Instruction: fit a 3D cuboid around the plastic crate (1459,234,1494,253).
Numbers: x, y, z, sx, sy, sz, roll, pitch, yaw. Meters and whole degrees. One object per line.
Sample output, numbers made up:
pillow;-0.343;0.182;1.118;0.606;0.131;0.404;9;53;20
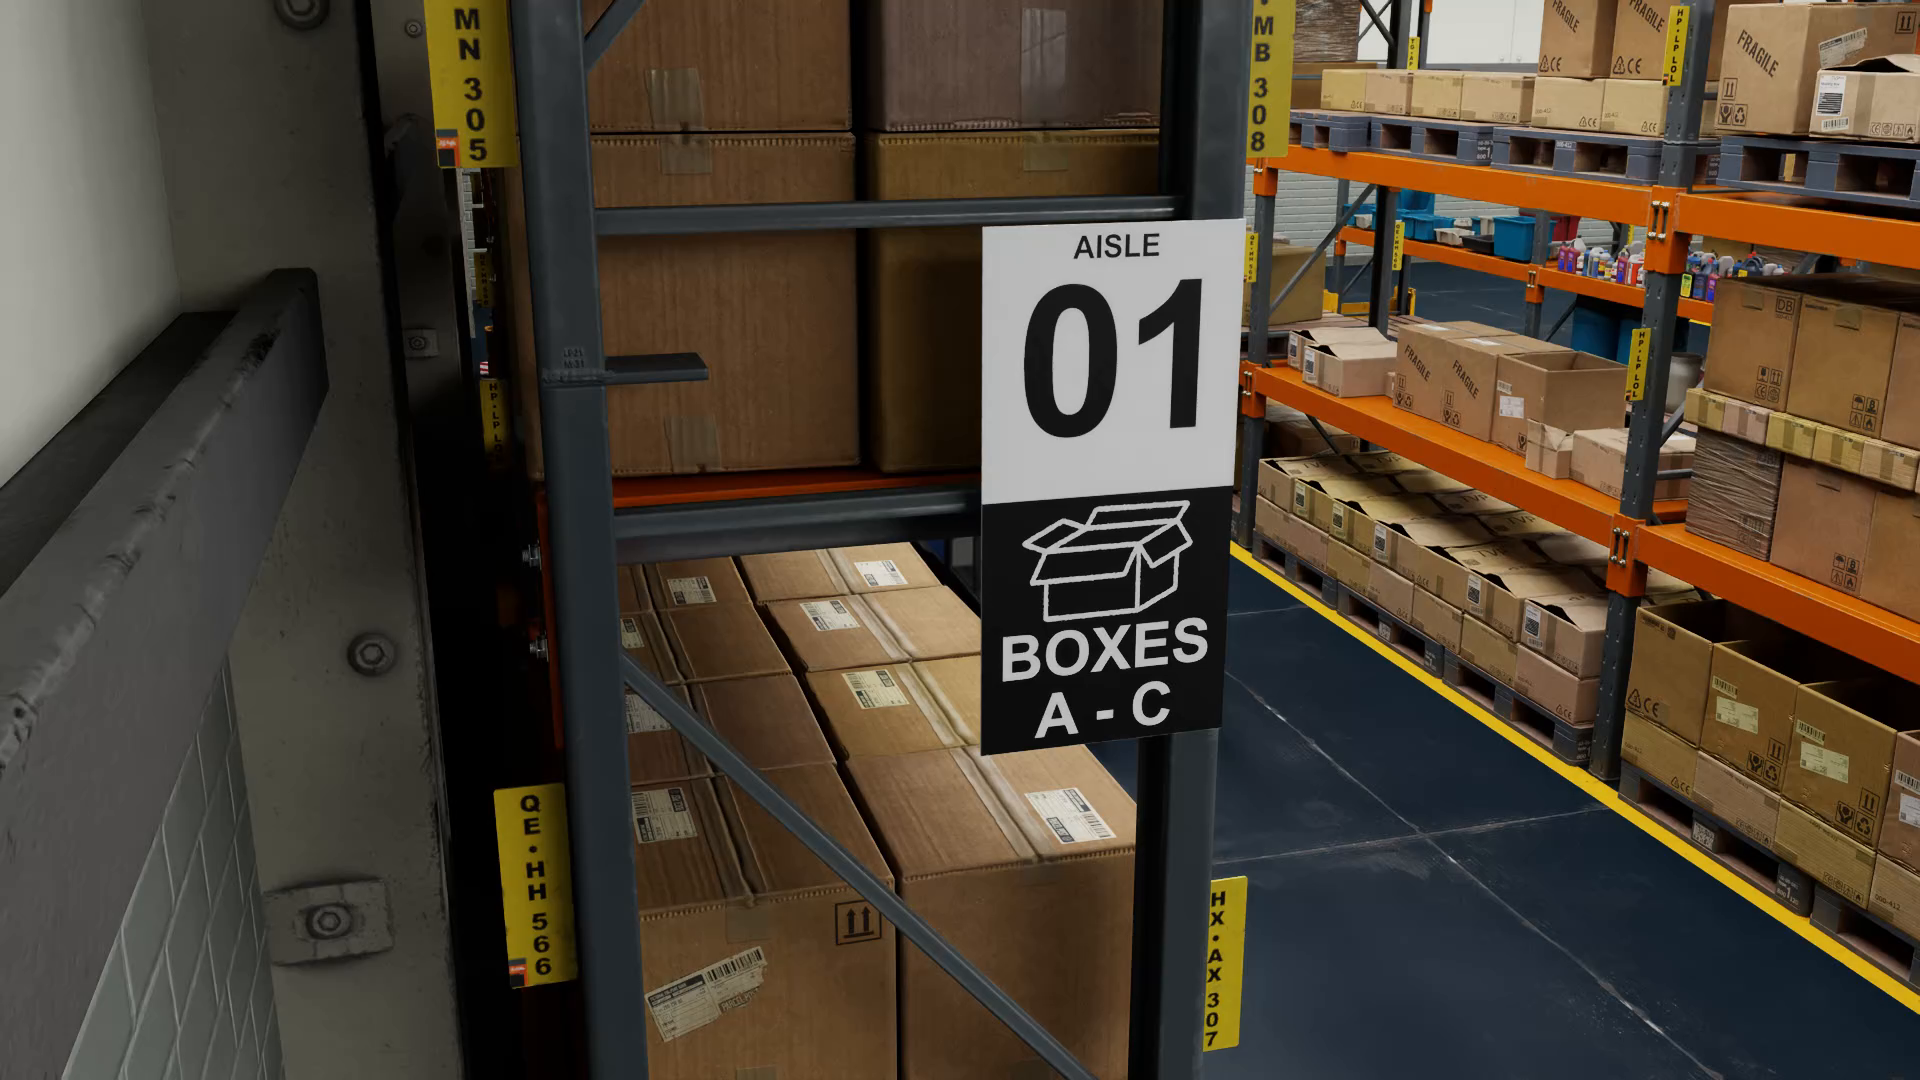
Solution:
plastic crate;5.574;-3.107;17.454;0.437;0.125;0.590;-5;17;-15

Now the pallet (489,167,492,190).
pallet;-1.542;-1.738;7.635;1.213;0.211;1.003;-5;17;-15

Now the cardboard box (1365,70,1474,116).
cardboard box;2.816;-2.725;10.128;0.500;0.250;0.500;-4;17;-14

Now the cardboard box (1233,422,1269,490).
cardboard box;1.993;-0.678;12.575;0.500;0.500;0.500;-4;17;-13

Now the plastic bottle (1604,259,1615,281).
plastic bottle;6.034;-2.506;15.424;0.097;0.201;0.097;0;17;0

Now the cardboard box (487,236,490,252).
cardboard box;-2.799;-1.839;10.831;0.500;0.250;0.500;-5;18;-17

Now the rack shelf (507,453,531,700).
rack shelf;-1.737;-0.134;8.434;1.077;0.370;4.000;-5;17;-15

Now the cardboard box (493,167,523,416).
cardboard box;-0.602;-0.542;3.121;0.500;0.500;0.500;-5;17;-15

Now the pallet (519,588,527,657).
pallet;-2.073;0.520;9.853;1.003;0.211;1.213;-5;17;-15

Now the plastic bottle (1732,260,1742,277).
plastic bottle;6.935;-2.363;14.827;0.097;0.271;0.097;0;17;0

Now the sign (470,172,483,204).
sign;-5.020;-3.655;17.262;0.100;0.325;0.005;-5;17;-15

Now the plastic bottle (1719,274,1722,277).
plastic bottle;6.491;-2.216;14.317;0.061;0.283;0.133;-5;17;-15

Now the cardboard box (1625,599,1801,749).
cardboard box;3.401;0.592;7.514;0.500;0.500;0.500;-5;17;-15

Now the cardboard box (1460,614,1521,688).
cardboard box;3.045;0.566;8.903;0.500;0.250;0.500;-5;17;-16

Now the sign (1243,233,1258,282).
sign;1.956;-1.895;11.173;0.100;0.325;0.005;-5;17;-15

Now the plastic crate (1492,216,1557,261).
plastic crate;5.684;-3.044;16.797;0.392;0.384;0.575;-5;17;-15

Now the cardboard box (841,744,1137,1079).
cardboard box;0.070;0.729;3.235;0.500;0.500;0.500;-5;17;-15

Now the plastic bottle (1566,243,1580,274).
plastic bottle;5.867;-2.693;15.907;0.061;0.283;0.133;-5;17;-15

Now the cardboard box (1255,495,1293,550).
cardboard box;2.337;-0.140;11.255;0.500;0.250;0.500;-5;17;-15

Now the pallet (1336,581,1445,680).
pallet;2.996;0.479;9.991;1.003;0.211;1.213;-5;17;-15

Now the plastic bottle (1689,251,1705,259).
plastic bottle;6.798;-2.538;15.402;0.152;0.276;0.135;-5;17;-15

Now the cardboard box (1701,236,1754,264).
cardboard box;10.056;-3.432;21.127;0.875;0.875;0.875;-5;17;-15

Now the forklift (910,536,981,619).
forklift;0.508;-0.878;9.780;1.130;2.935;3.031;-4;17;-14

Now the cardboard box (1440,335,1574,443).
cardboard box;3.097;-0.864;9.439;0.500;0.500;0.500;-5;17;-15

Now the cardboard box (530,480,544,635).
cardboard box;-1.120;0.068;5.434;0.500;0.500;0.500;-5;17;-16

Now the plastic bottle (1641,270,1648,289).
plastic bottle;6.219;-2.383;14.888;0.152;0.276;0.135;-5;17;-15

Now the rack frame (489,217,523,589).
rack frame;-2.286;-1.032;10.172;1.000;3.000;0.127;-5;17;-15

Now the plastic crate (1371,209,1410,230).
plastic crate;4.973;-3.700;19.242;0.416;0.233;0.300;-5;17;-15

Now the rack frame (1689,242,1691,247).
rack frame;9.803;-4.419;21.450;1.000;3.000;0.127;-5;17;-15

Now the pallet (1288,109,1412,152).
pallet;2.748;-2.590;10.474;1.213;0.211;1.003;-4;17;-13

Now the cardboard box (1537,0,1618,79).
cardboard box;3.264;-2.572;8.314;0.500;0.500;0.500;-3;17;-10

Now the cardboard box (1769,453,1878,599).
cardboard box;3.854;-0.098;6.891;0.700;0.500;0.500;-5;17;-16

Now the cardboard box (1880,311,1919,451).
cardboard box;3.980;-0.586;6.262;0.700;0.500;0.500;-5;17;-15

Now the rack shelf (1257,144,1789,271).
rack shelf;3.025;-1.963;9.310;1.077;0.370;4.000;-5;17;-15

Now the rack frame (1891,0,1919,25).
rack frame;7.239;-4.688;11.917;1.000;3.000;0.127;-5;17;-15

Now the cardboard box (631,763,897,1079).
cardboard box;-0.422;0.771;3.094;0.500;0.500;0.500;-5;17;-16

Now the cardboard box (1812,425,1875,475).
cardboard box;3.677;-0.374;6.680;0.380;0.149;0.250;-5;17;-16

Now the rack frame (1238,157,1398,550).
rack frame;2.475;-1.424;11.479;1.000;3.000;0.127;-5;17;-15

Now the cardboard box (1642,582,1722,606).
cardboard box;3.701;0.395;8.497;0.500;0.311;0.500;-5;17;-15

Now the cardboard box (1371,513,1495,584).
cardboard box;2.769;0.019;9.749;0.500;0.311;0.500;-5;17;-16

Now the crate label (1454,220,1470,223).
crate label;5.605;-3.562;18.952;0.396;0.136;0.243;-5;17;-15

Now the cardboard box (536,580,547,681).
cardboard box;-1.264;0.284;6.018;0.500;0.250;0.500;-5;17;-15

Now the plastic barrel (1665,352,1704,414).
plastic barrel;6.537;-1.420;15.059;0.421;0.512;0.421;0;17;0

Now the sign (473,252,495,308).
sign;-2.819;-1.541;9.856;0.100;0.325;0.005;-5;17;-15

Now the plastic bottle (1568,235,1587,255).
plastic bottle;5.936;-2.763;16.023;0.144;0.351;0.185;-5;17;-15

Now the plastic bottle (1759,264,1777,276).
plastic bottle;7.050;-2.284;14.558;0.152;0.276;0.135;-5;17;-15

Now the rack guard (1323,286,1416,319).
rack guard;5.022;-2.836;20.525;1.175;0.500;0.348;-5;17;-15

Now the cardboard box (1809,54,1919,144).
cardboard box;3.608;-1.670;6.266;0.500;0.311;0.500;-6;18;-18

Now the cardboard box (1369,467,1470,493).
cardboard box;3.005;-0.308;10.839;0.500;0.311;0.500;-5;17;-16

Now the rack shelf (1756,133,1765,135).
rack shelf;6.690;-3.460;14.293;1.077;0.370;4.000;-5;17;-15
